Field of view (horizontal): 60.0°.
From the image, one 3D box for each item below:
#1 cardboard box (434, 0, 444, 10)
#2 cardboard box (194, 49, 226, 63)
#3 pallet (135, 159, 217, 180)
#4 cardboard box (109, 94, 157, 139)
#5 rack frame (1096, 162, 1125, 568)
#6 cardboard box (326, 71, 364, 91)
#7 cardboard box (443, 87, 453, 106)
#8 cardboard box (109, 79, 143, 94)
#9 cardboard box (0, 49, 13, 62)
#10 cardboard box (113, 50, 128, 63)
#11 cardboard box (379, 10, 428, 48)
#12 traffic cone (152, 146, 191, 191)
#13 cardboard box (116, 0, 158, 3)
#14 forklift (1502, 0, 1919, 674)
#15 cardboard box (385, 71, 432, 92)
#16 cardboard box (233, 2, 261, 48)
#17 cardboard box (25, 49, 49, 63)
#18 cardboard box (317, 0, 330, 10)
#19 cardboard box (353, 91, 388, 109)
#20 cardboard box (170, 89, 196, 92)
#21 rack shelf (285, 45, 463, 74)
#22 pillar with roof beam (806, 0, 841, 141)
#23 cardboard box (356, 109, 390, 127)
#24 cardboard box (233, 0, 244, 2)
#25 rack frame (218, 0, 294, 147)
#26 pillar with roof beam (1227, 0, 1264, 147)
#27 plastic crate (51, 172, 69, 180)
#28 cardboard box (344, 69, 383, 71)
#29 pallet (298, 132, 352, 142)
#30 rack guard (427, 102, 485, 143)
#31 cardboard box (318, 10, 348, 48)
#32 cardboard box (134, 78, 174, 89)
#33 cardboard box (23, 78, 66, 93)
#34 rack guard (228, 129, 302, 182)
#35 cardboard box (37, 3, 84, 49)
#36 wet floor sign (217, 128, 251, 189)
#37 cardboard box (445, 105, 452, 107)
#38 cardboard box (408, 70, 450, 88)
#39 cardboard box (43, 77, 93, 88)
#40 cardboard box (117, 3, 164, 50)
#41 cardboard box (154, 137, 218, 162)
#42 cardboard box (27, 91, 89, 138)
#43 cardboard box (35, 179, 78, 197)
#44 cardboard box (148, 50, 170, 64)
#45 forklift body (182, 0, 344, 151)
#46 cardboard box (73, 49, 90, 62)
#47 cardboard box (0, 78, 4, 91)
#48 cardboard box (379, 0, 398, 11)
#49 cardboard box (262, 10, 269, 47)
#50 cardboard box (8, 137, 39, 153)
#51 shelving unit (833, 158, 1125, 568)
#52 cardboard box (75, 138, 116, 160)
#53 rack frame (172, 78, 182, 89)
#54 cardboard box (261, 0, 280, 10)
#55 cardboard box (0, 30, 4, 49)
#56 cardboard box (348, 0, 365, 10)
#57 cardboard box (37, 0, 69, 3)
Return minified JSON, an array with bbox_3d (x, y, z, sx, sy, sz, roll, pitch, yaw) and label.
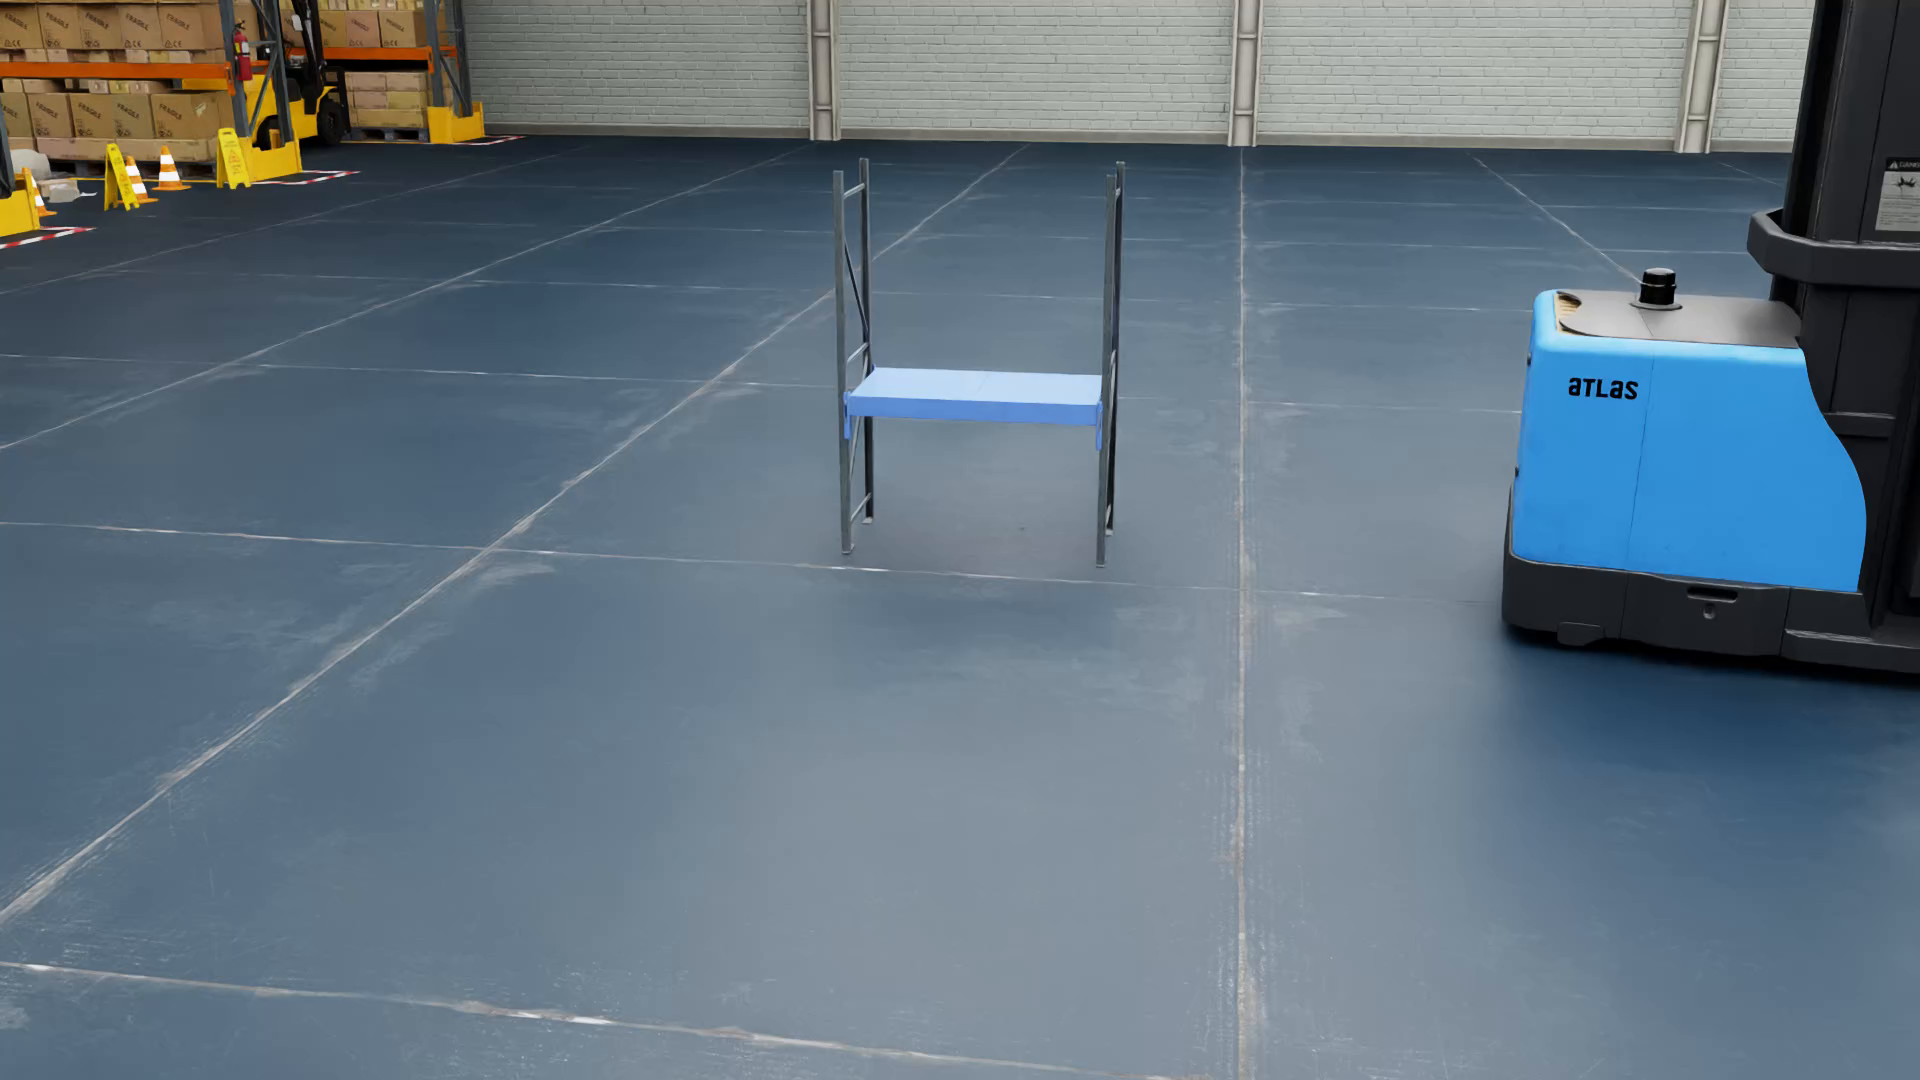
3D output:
[{"bbox_3d":[-7.635,-7.713,23.948,0.250,0.149,0.380,2,19,7],"label":"cardboard box"},{"bbox_3d":[-8.528,-5.537,19.021,0.250,0.149,0.380,4,19,10],"label":"cardboard box"},{"bbox_3d":[-8.996,-4.438,19.734,1.213,0.211,1.003,3,19,9],"label":"pallet"},{"bbox_3d":[-9.473,-4.939,19.327,0.500,0.500,0.500,4,19,11],"label":"cardboard box"},{"bbox_3d":[0.586,-0.681,6.476,0.032,1.500,0.500,3,19,9],"label":"rack frame"},{"bbox_3d":[-8.850,-6.601,23.899,0.500,0.250,0.500,3,19,9],"label":"cardboard box"},{"bbox_3d":[-7.772,-6.481,24.329,0.500,0.250,0.500,3,19,10],"label":"cardboard box"},{"bbox_3d":[-9.578,-5.233,19.182,0.250,0.149,0.380,3,19,10],"label":"cardboard box"},{"bbox_3d":[-11.050,-5.647,19.348,0.250,0.149,0.380,3,19,10],"label":"cardboard box"},{"bbox_3d":[-9.535,-5.595,19.194,0.250,0.149,0.380,3,19,9],"label":"cardboard box"},{"bbox_3d":[-7.868,-7.250,23.585,0.500,0.500,0.500,3,19,7],"label":"cardboard box"},{"bbox_3d":[-8.754,-4.119,18.384,0.334,0.463,0.336,3,19,9],"label":"traffic cone"},{"bbox_3d":[-9.162,-6.352,18.859,0.500,0.500,0.700,3,19,9],"label":"cardboard box"},{"bbox_3d":[3.456,-1.037,5.282,3.031,2.935,1.130,6,19,17],"label":"forklift"},{"bbox_3d":[-7.845,-6.555,23.761,0.500,0.250,0.500,4,19,10],"label":"cardboard box"},{"bbox_3d":[-8.548,-6.004,19.393,0.500,0.500,0.500,3,19,8],"label":"cardboard box"},{"bbox_3d":[-10.552,-5.603,19.218,0.250,0.149,0.380,3,19,9],"label":"cardboard box"},{"bbox_3d":[-8.998,-7.601,23.614,0.250,0.149,0.380,3,19,9],"label":"cardboard box"},{"bbox_3d":[-8.365,-6.347,23.930,0.500,0.250,0.500,3,19,8],"label":"cardboard box"},{"bbox_3d":[-9.418,-5.109,19.834,0.500,0.500,0.500,2,19,7],"label":"cardboard box"},{"bbox_3d":[-9.316,-7.019,24.188,4.000,0.370,1.077,3,19,9],"label":"rack shelf"},{"bbox_3d":[-2.644,-8.772,18.837,0.400,9.000,9.100,3,19,9],"label":"pillar with roof beam"},{"bbox_3d":[-8.344,-6.108,24.001,0.500,0.250,0.500,3,19,9],"label":"cardboard box"},{"bbox_3d":[-10.268,-7.665,23.805,0.250,0.149,0.380,3,19,10],"label":"cardboard box"},{"bbox_3d":[-8.125,-5.705,19.125,0.127,3.000,1.000,3,19,9],"label":"rack frame"},{"bbox_3d":[3.280,-8.470,17.934,0.400,9.000,9.100,3,19,9],"label":"pillar with roof beam"},{"bbox_3d":[-10.654,-4.185,19.186,0.583,0.080,0.402,-3,19,-10],"label":"plastic crate"},{"bbox_3d":[-8.771,-6.765,24.391,0.500,0.250,0.500,3,19,8],"label":"cardboard box"},{"bbox_3d":[-9.304,-6.025,24.477,1.213,0.211,1.003,3,19,9],"label":"pallet"},{"bbox_3d":[-7.317,-6.073,24.166,0.348,0.500,1.175,3,19,9],"label":"rack guard"},{"bbox_3d":[-8.885,-7.304,23.749,0.500,0.500,0.500,3,19,8],"label":"cardboard box"},{"bbox_3d":[-11.807,-6.557,24.753,0.625,0.625,0.875,4,19,11],"label":"cardboard box"},{"bbox_3d":[-10.646,-5.287,19.345,0.250,0.149,0.380,4,19,12],"label":"cardboard box"},{"bbox_3d":[-8.200,-4.523,19.533,0.348,0.500,1.175,3,19,9],"label":"rack guard"},{"bbox_3d":[-10.189,-5.918,19.138,0.500,0.500,0.500,3,19,9],"label":"cardboard box"},{"bbox_3d":[-8.107,-4.243,18.468,0.232,0.644,0.267,10,21,27],"label":"wet floor sign"},{"bbox_3d":[-7.795,-6.241,24.400,0.500,0.250,0.500,3,19,9],"label":"cardboard box"},{"bbox_3d":[-7.785,-6.713,24.234,0.500,0.250,0.500,3,19,8],"label":"cardboard box"},{"bbox_3d":[-13.315,-6.636,24.988,0.625,0.625,0.875,2,19,6],"label":"cardboard box"},{"bbox_3d":[-9.198,-5.861,18.965,0.500,0.500,0.500,3,19,9],"label":"cardboard box"},{"bbox_3d":[-8.989,-4.557,19.368,0.500,0.250,0.500,3,19,8],"label":"cardboard box"},{"bbox_3d":[-10.492,-4.993,19.487,0.500,0.500,0.500,4,19,12],"label":"cardboard box"},{"bbox_3d":[-9.738,-3.786,17.883,0.250,0.149,0.380,14,23,37],"label":"cardboard box"},{"bbox_3d":[-9.045,-5.535,19.014,0.250,0.149,0.380,3,19,8],"label":"cardboard box"},{"bbox_3d":[-9.503,-6.381,22.485,1.214,2.155,2.313,3,19,9],"label":"forklift body"},{"bbox_3d":[-10.034,-5.620,19.269,0.250,0.149,0.380,3,19,9],"label":"cardboard box"},{"bbox_3d":[-11.420,-5.325,19.458,0.250,0.149,0.380,3,19,9],"label":"cardboard box"},{"bbox_3d":[-7.985,-7.548,23.455,0.250,0.149,0.380,3,19,10],"label":"cardboard box"},{"bbox_3d":[-9.877,-7.358,23.910,0.500,0.500,0.500,3,19,8],"label":"cardboard box"},{"bbox_3d":[-11.005,-4.663,19.685,0.500,0.250,0.500,4,19,12],"label":"cardboard box"},{"bbox_3d":[0.084,-0.707,6.552,1.048,1.500,0.538,3,19,9],"label":"shelving unit"},{"bbox_3d":[-9.993,-4.609,19.523,0.500,0.250,0.500,2,19,7],"label":"cardboard box"},{"bbox_3d":[-11.290,-7.461,24.375,0.127,3.000,1.000,3,19,9],"label":"rack frame"},{"bbox_3d":[-9.758,-7.644,23.742,0.250,0.149,0.380,2,19,7],"label":"cardboard box"},{"bbox_3d":[-11.184,-5.967,19.283,0.500,0.500,0.500,3,19,8],"label":"cardboard box"},{"bbox_3d":[-8.474,-7.596,23.599,0.250,0.149,0.380,3,19,8],"label":"cardboard box"},{"bbox_3d":[-10.152,-6.414,19.044,0.500,0.500,0.700,3,19,8],"label":"cardboard box"}]
